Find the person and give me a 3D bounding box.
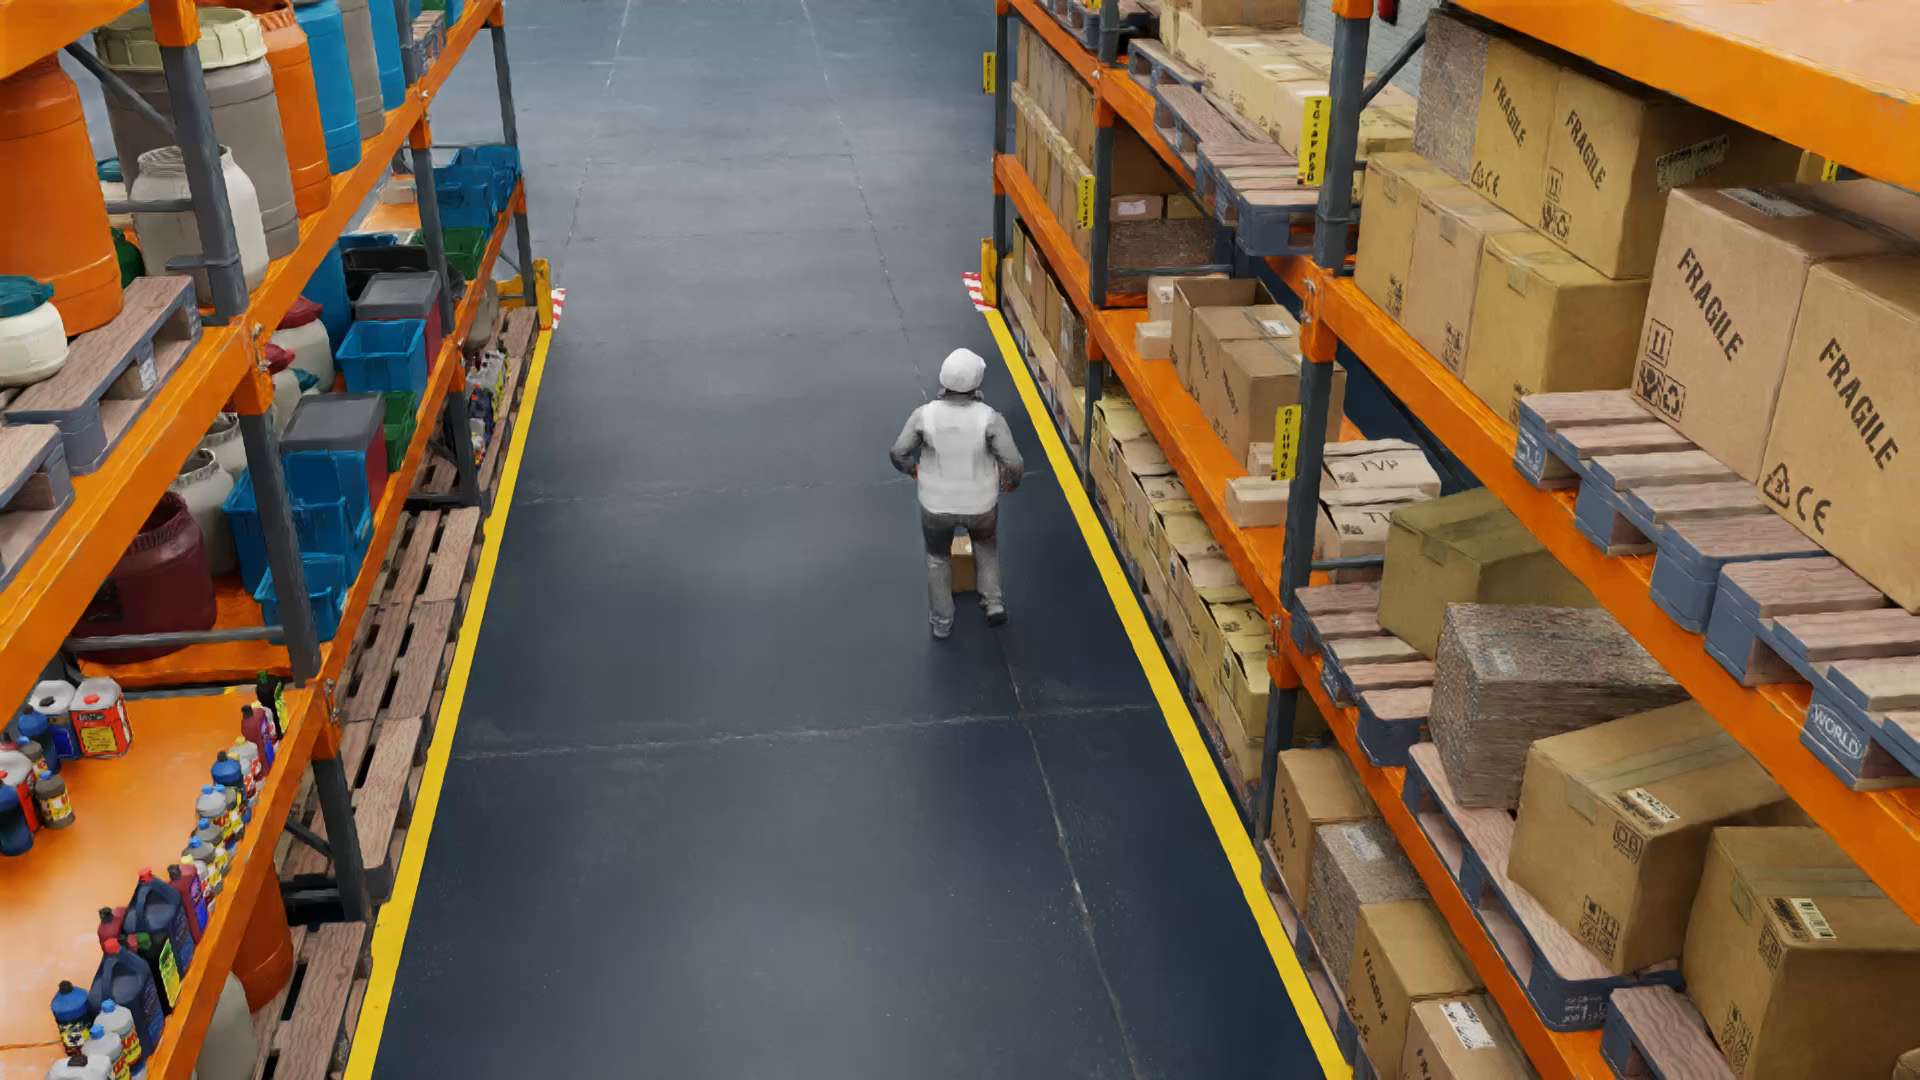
[{"bbox_3d":[-0.021,-0.263,9.127,0.716,1.734,0.503,-1,27,-2],"label":"person"}]
